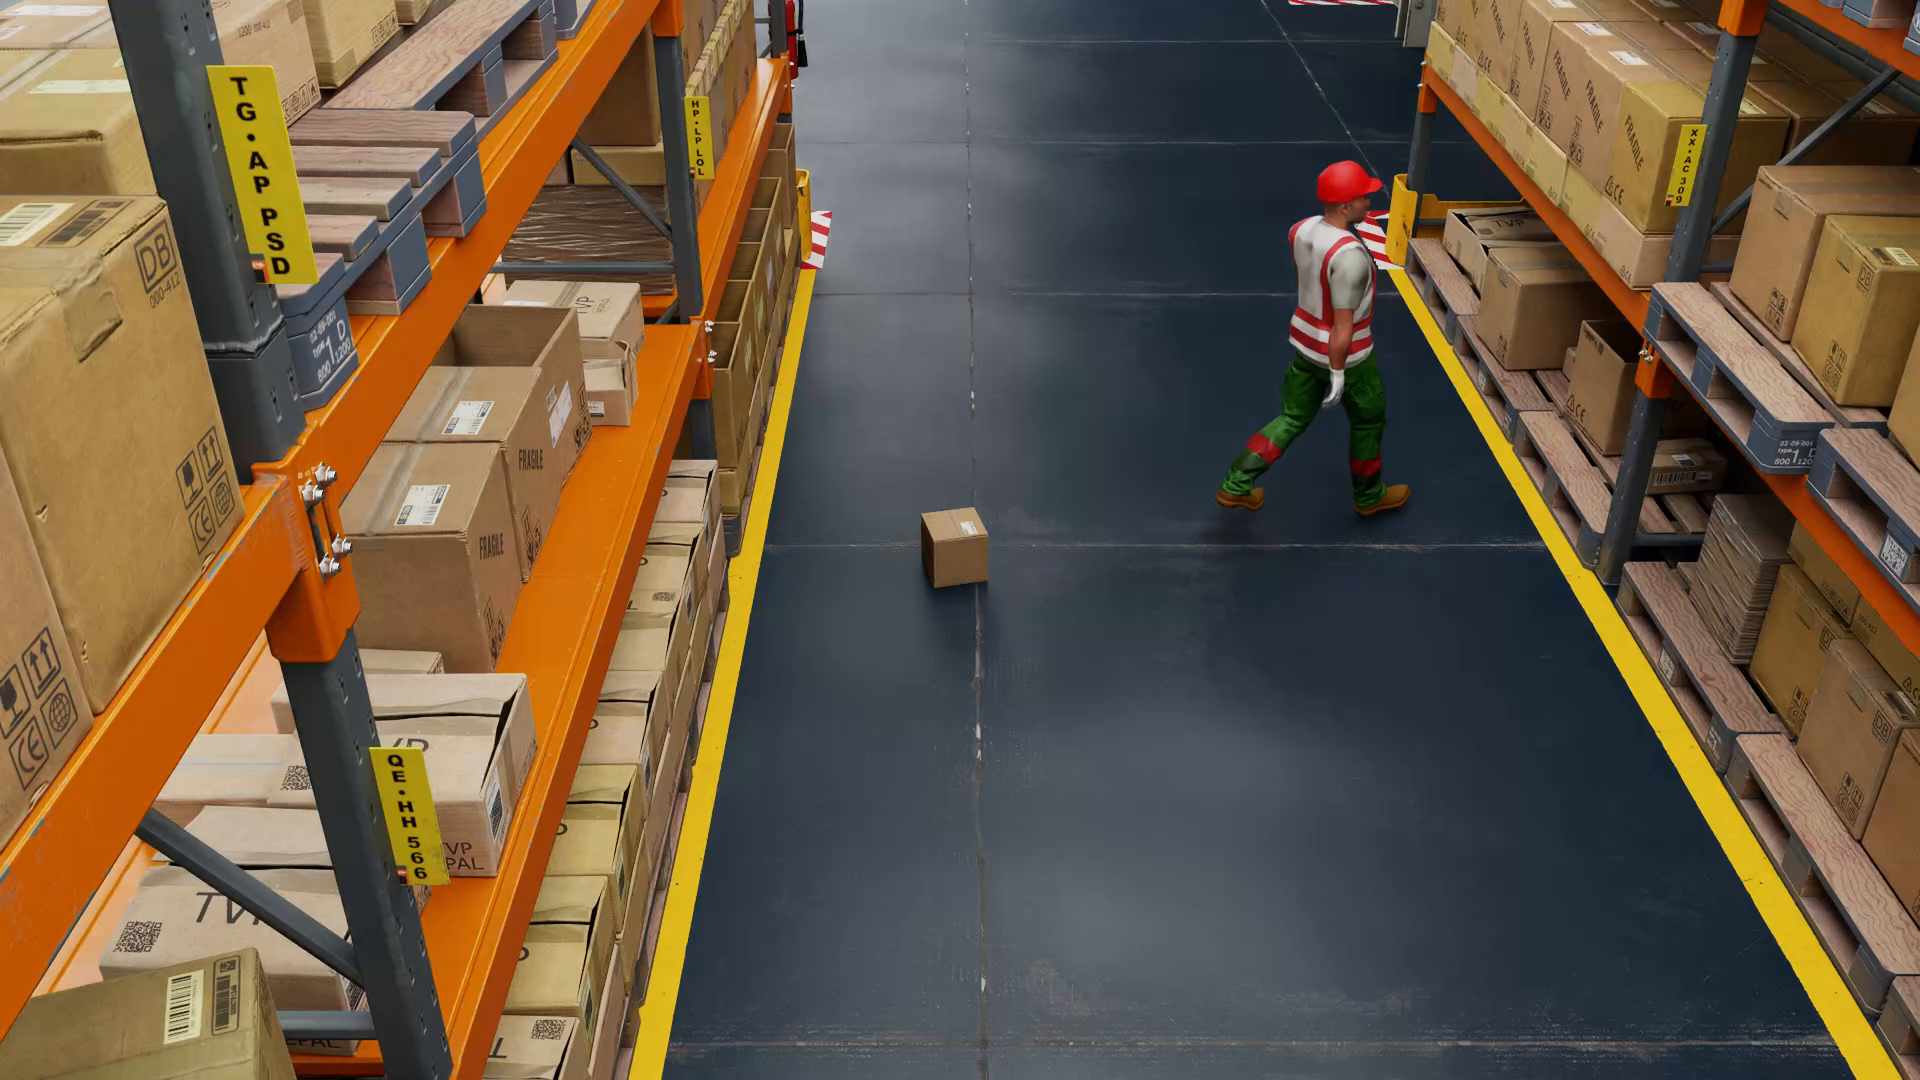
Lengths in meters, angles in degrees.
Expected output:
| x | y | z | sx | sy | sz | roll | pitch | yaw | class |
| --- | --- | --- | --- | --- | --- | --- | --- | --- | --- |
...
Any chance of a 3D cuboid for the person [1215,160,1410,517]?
| x | y | z | sx | sy | sz | roll | pitch | yaw | class |
| --- | --- | --- | --- | --- | --- | --- | --- | --- | --- |
| 1.681 | -0.881 | 7.566 | 0.990 | 1.756 | 0.553 | -14 | 34 | -21 | person |
